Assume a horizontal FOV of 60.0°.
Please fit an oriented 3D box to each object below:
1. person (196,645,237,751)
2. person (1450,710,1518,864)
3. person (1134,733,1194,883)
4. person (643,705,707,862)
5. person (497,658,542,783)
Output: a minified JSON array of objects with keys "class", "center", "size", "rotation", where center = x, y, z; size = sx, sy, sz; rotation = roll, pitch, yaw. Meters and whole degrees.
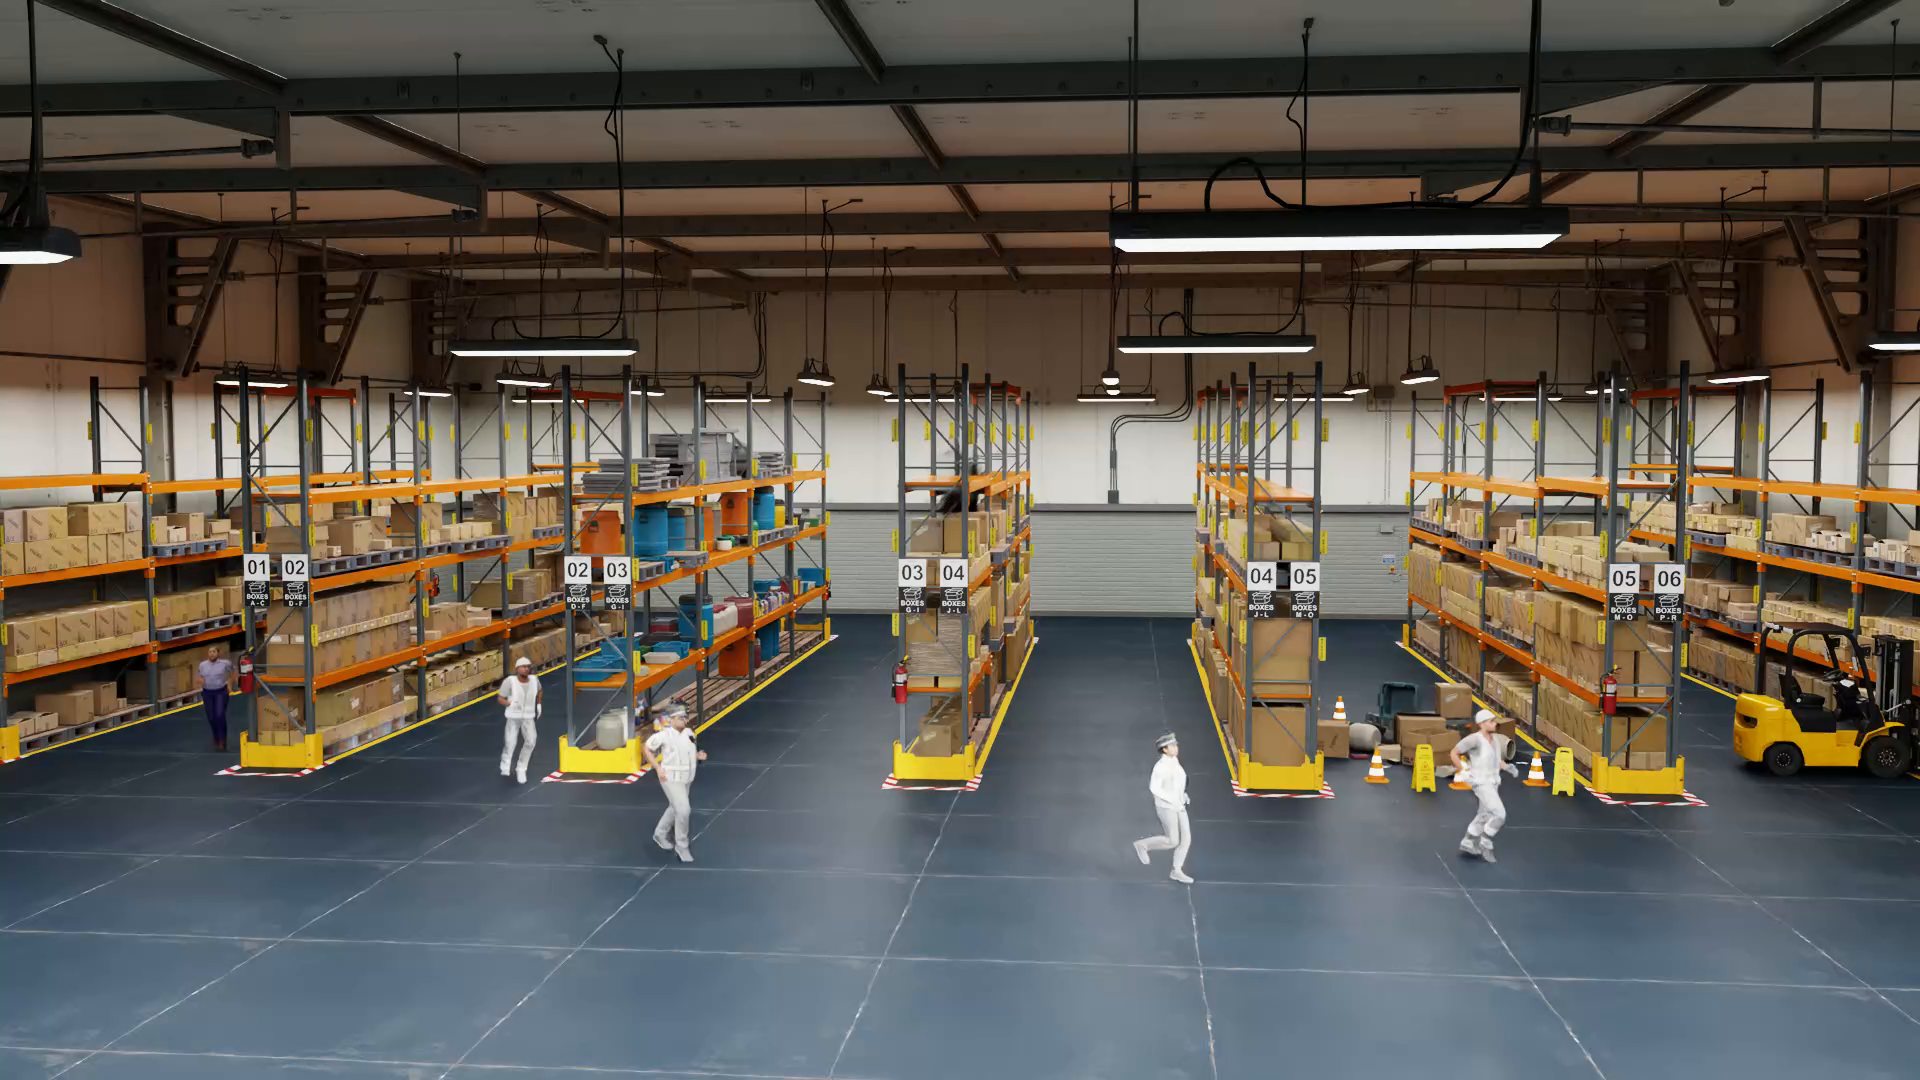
[{"class":"person","center":[-11.808,2.502,26.374],"size":[0.554,1.687,0.759],"rotation":[0,4,-8]},{"class":"person","center":[6.150,2.879,19.450],"size":[0.671,1.781,0.708],"rotation":[-3,5,-41]},{"class":"person","center":[2.316,2.982,18.662],"size":[0.696,1.671,0.615],"rotation":[2,4,32]},{"class":"person","center":[-3.344,2.866,19.666],"size":[0.796,1.854,0.642],"rotation":[2,4,30]},{"class":"person","center":[-6.323,2.593,23.966],"size":[0.692,1.813,0.721],"rotation":[-2,4,-30]}]
